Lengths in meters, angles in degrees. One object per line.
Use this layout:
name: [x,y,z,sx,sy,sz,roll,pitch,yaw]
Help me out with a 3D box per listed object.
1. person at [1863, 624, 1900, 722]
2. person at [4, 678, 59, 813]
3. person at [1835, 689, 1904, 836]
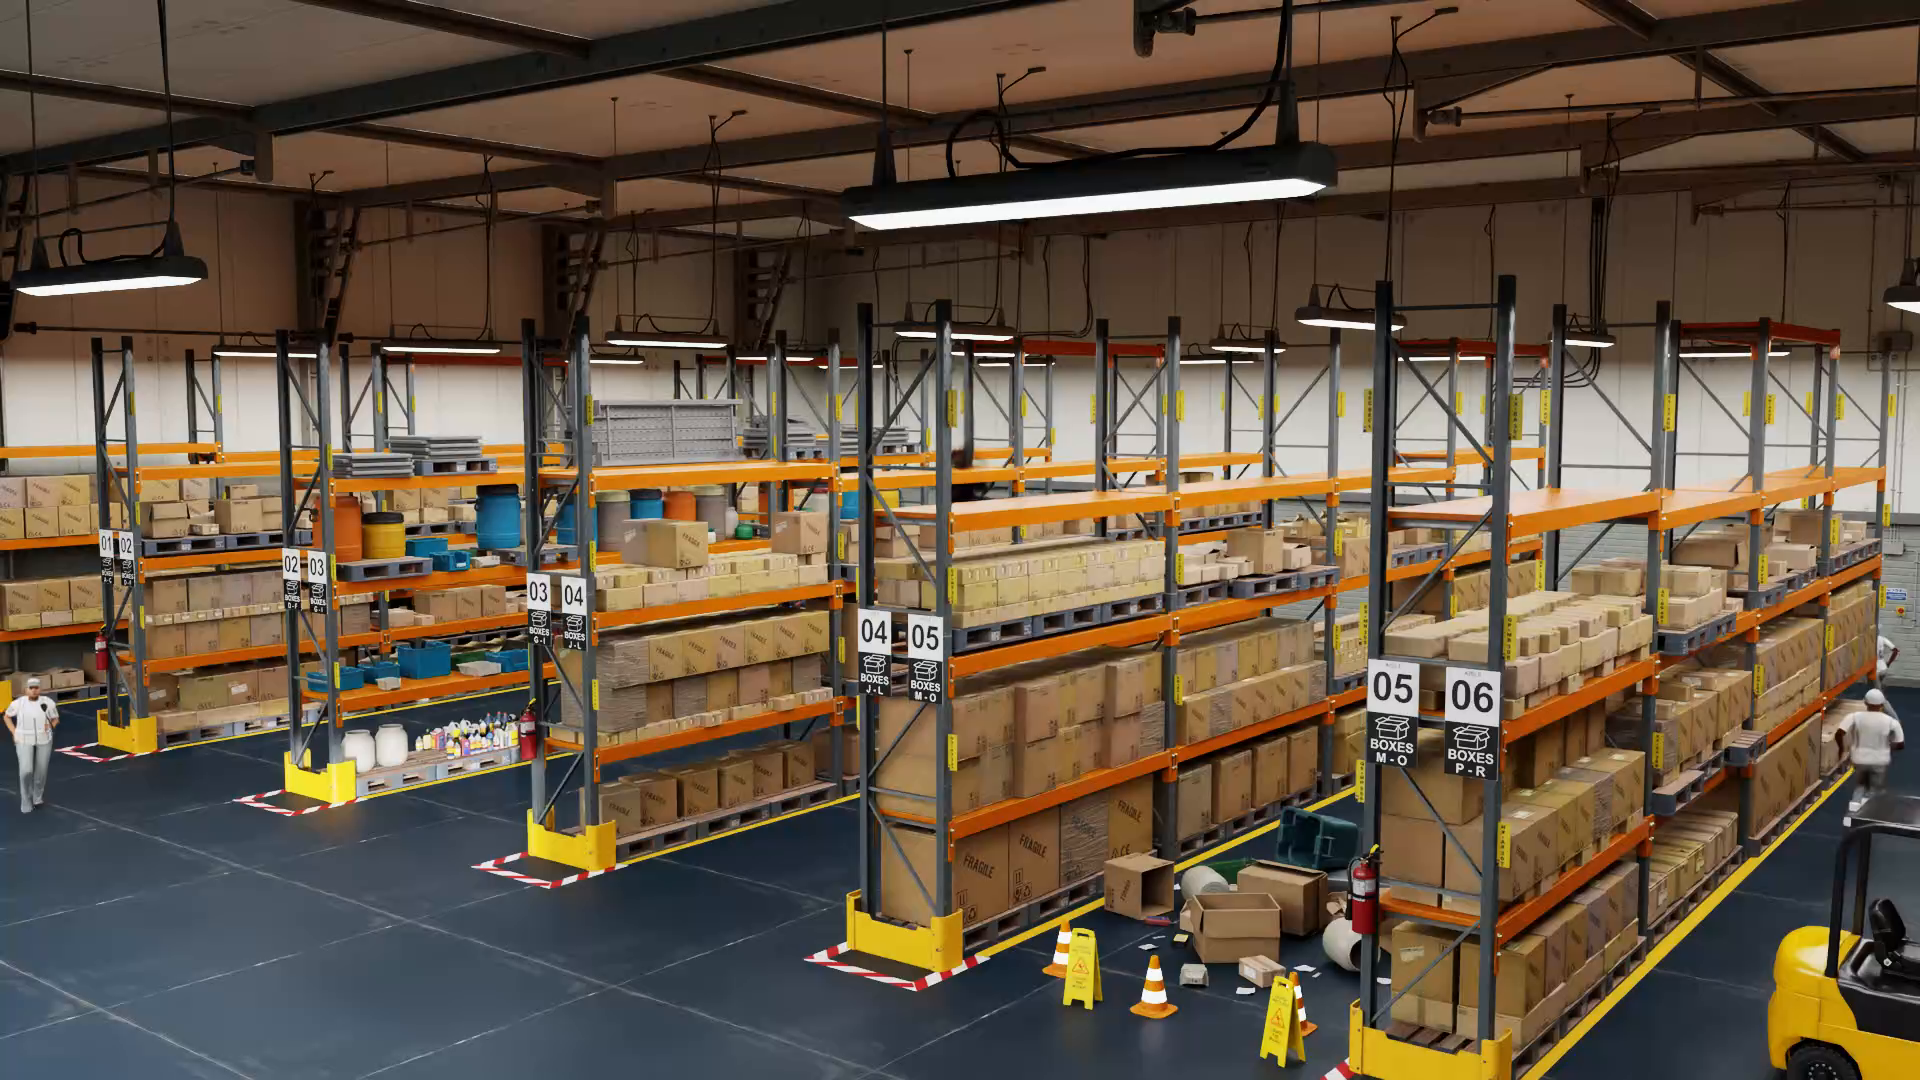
person: [14.185,2.079,25.877,0.589,1.688,0.860,-2,5,-17]
person: [-11.518,2.552,20.690,0.579,1.687,0.693,-4,6,-37]
person: [10.700,2.591,19.544,0.685,1.725,0.623,4,6,38]
